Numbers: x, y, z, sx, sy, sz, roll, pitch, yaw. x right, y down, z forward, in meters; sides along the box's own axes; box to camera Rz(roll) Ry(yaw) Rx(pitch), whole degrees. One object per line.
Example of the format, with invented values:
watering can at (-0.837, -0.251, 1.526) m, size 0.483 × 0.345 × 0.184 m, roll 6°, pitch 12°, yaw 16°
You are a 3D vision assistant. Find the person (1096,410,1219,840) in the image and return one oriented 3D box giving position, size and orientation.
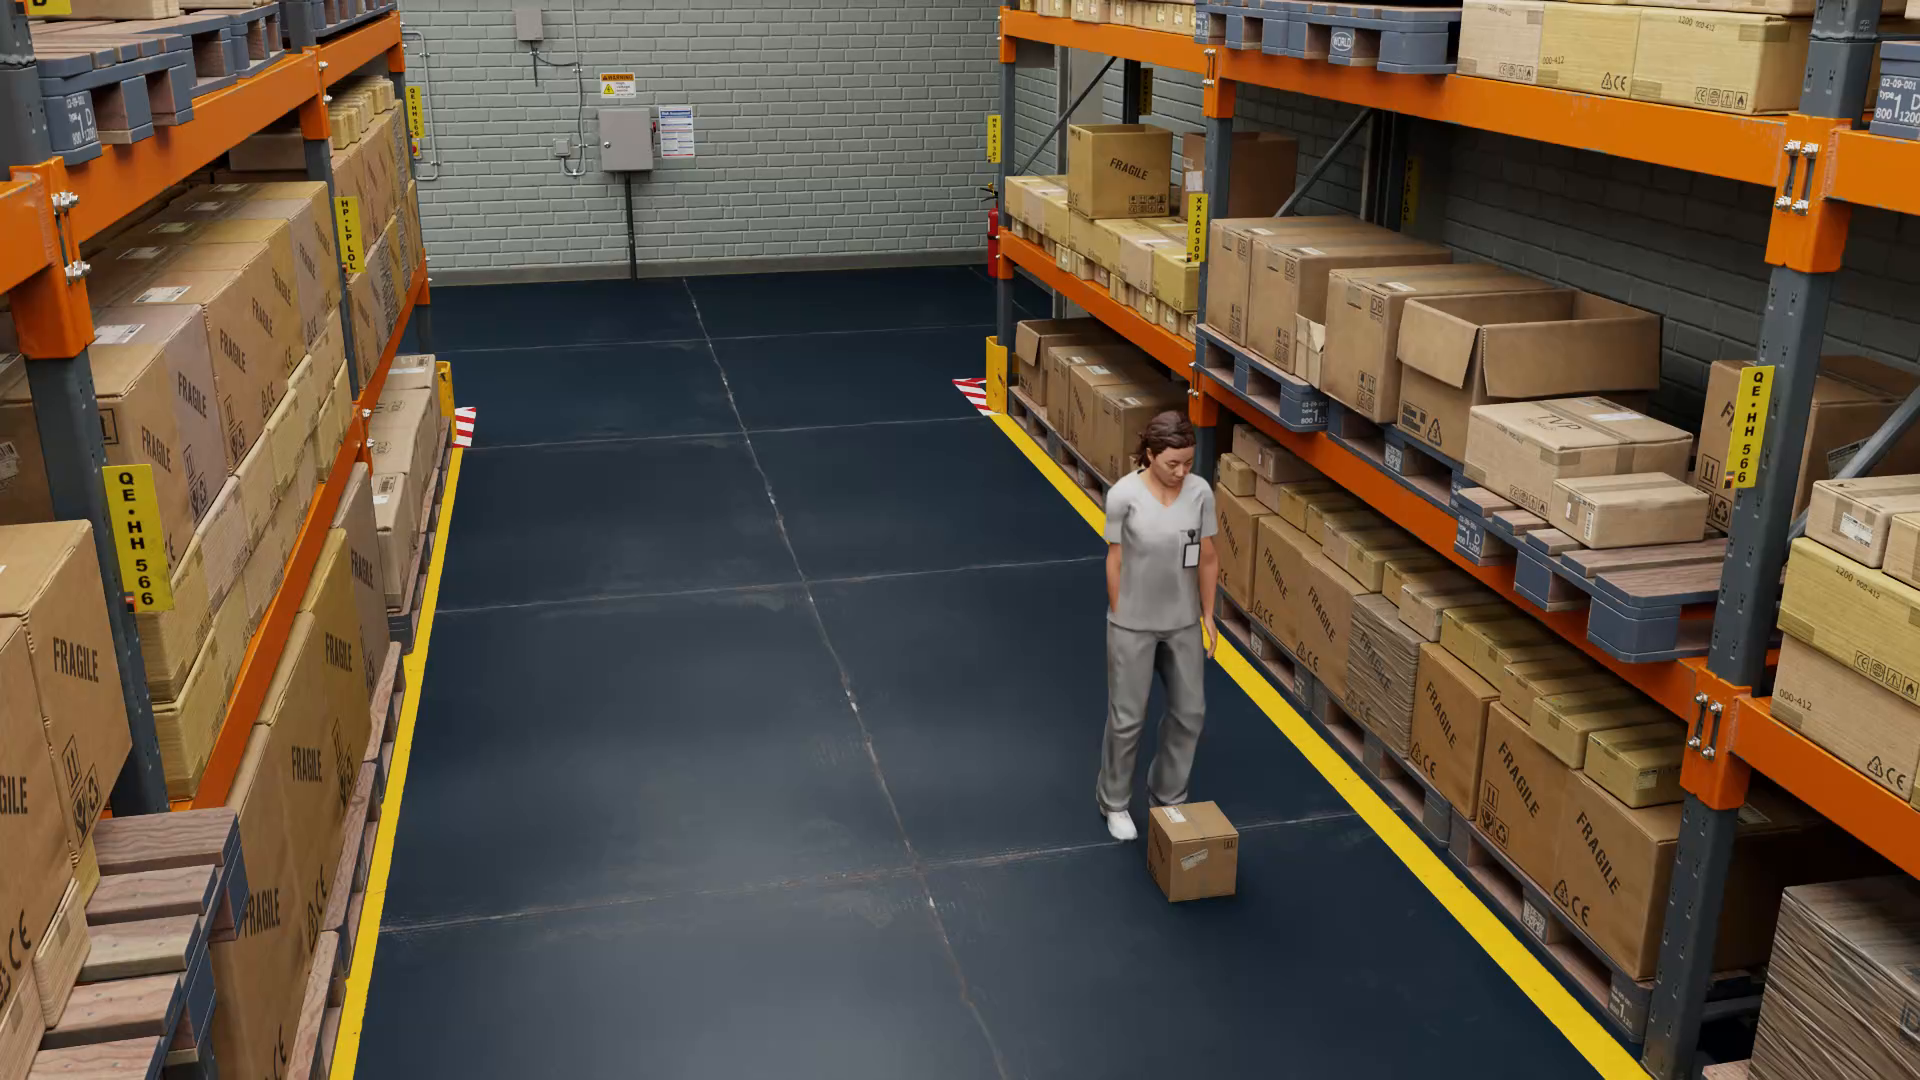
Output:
person at (0.746, 0.323, 6.234) m, size 0.447 × 1.641 × 0.339 m, roll -5°, pitch 20°, yaw -13°
